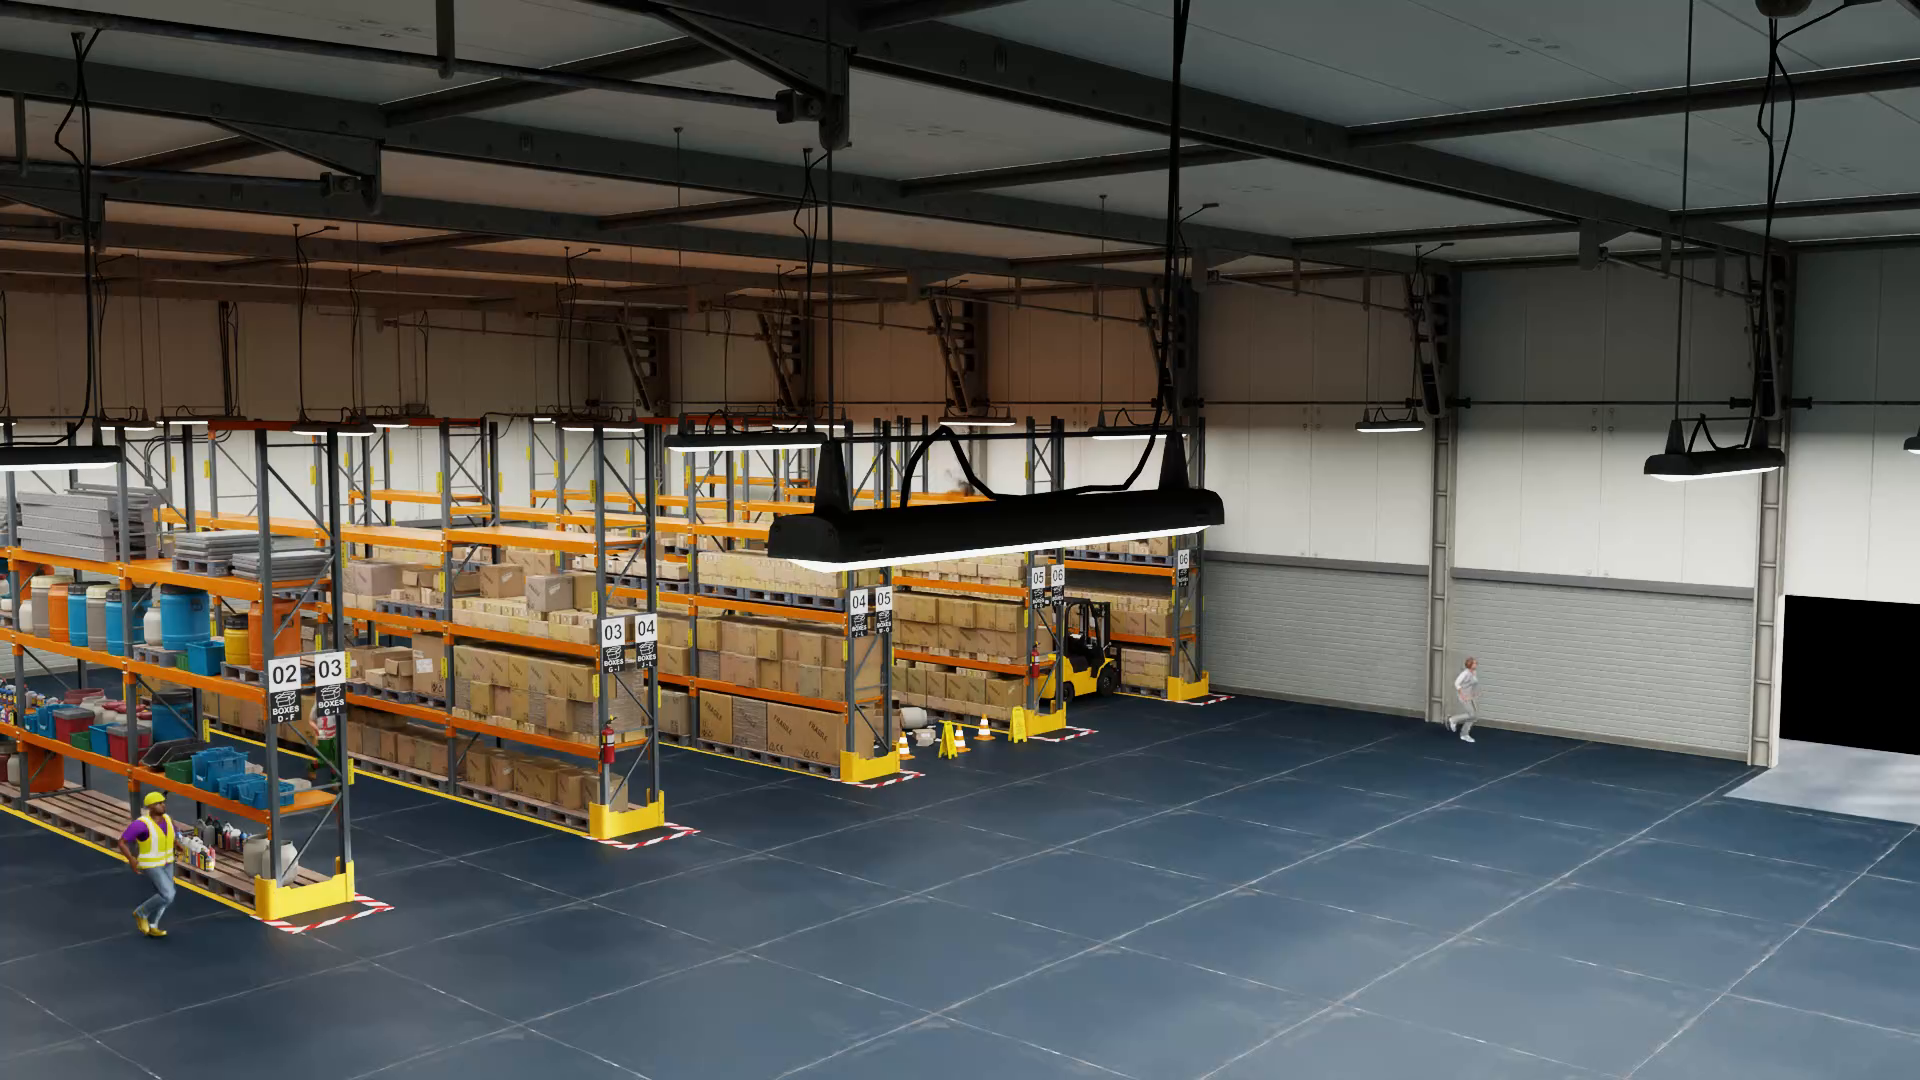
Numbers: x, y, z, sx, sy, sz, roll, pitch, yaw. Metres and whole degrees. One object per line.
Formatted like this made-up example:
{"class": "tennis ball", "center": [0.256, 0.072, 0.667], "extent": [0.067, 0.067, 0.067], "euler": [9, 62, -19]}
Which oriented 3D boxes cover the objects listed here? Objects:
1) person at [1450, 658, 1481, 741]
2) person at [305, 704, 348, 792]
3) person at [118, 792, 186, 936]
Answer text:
{"class": "person", "center": [9.478, 2.977, 31.176], "extent": [0.535, 1.560, 0.554], "euler": [4, 7, 43]}
{"class": "person", "center": [-10.352, 3.206, 27.151], "extent": [0.797, 1.748, 0.646], "euler": [3, 6, 34]}
{"class": "person", "center": [-9.457, 3.836, 19.643], "extent": [0.591, 1.726, 0.686], "euler": [1, 5, 15]}
